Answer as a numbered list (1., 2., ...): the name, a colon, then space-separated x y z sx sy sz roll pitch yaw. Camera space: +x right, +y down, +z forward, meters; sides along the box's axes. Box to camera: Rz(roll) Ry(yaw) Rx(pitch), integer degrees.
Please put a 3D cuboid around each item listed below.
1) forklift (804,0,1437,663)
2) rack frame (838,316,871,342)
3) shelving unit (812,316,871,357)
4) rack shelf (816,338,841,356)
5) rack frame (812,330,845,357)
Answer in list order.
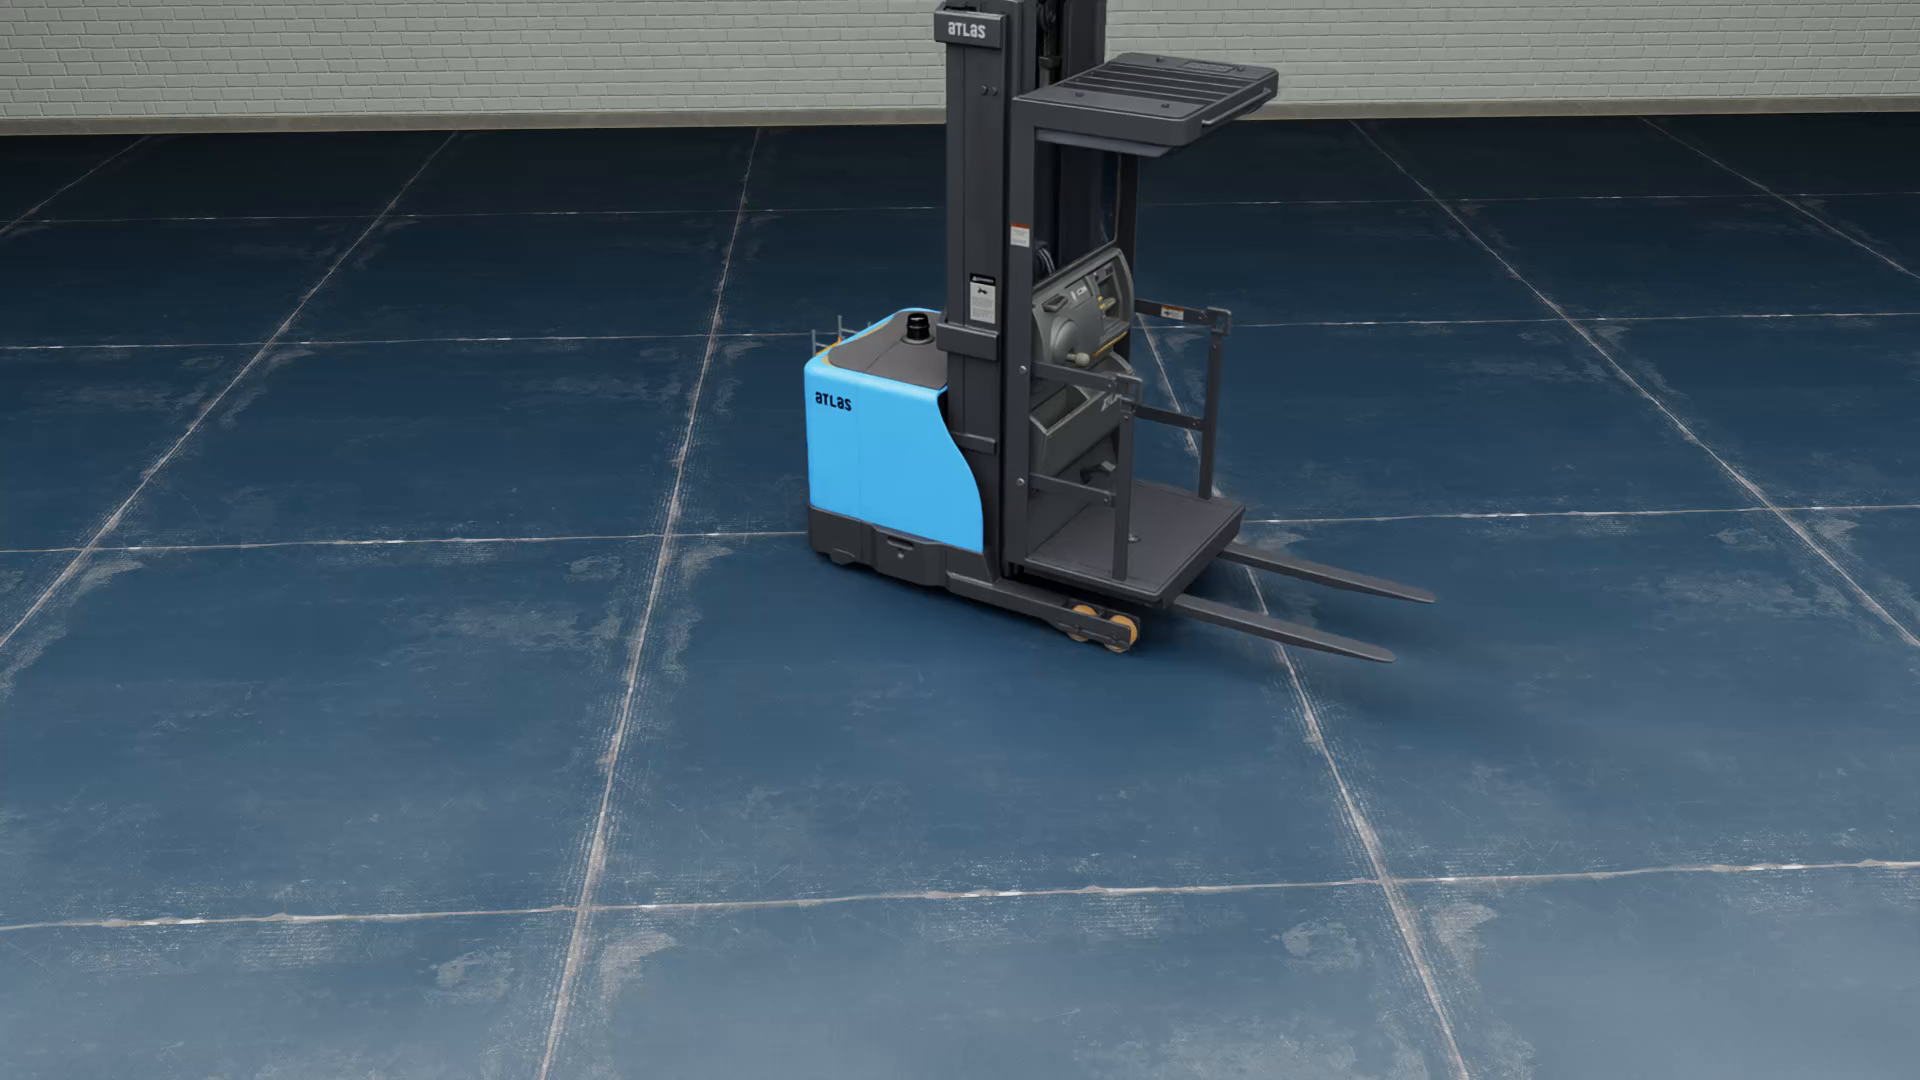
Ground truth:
1. forklift: 0.753 -1.059 7.610 3.031 2.935 1.130 15 31 27
2. rack frame: -0.552 -0.691 8.940 0.200 1.050 0.008 15 31 26
3. shelving unit: -0.613 -0.642 8.846 0.215 1.050 0.252 15 31 26
4. rack shelf: -0.613 -0.884 8.720 0.215 0.259 0.240 15 31 26
5. rack frame: -0.673 -0.593 8.752 0.200 1.050 0.008 15 31 26
